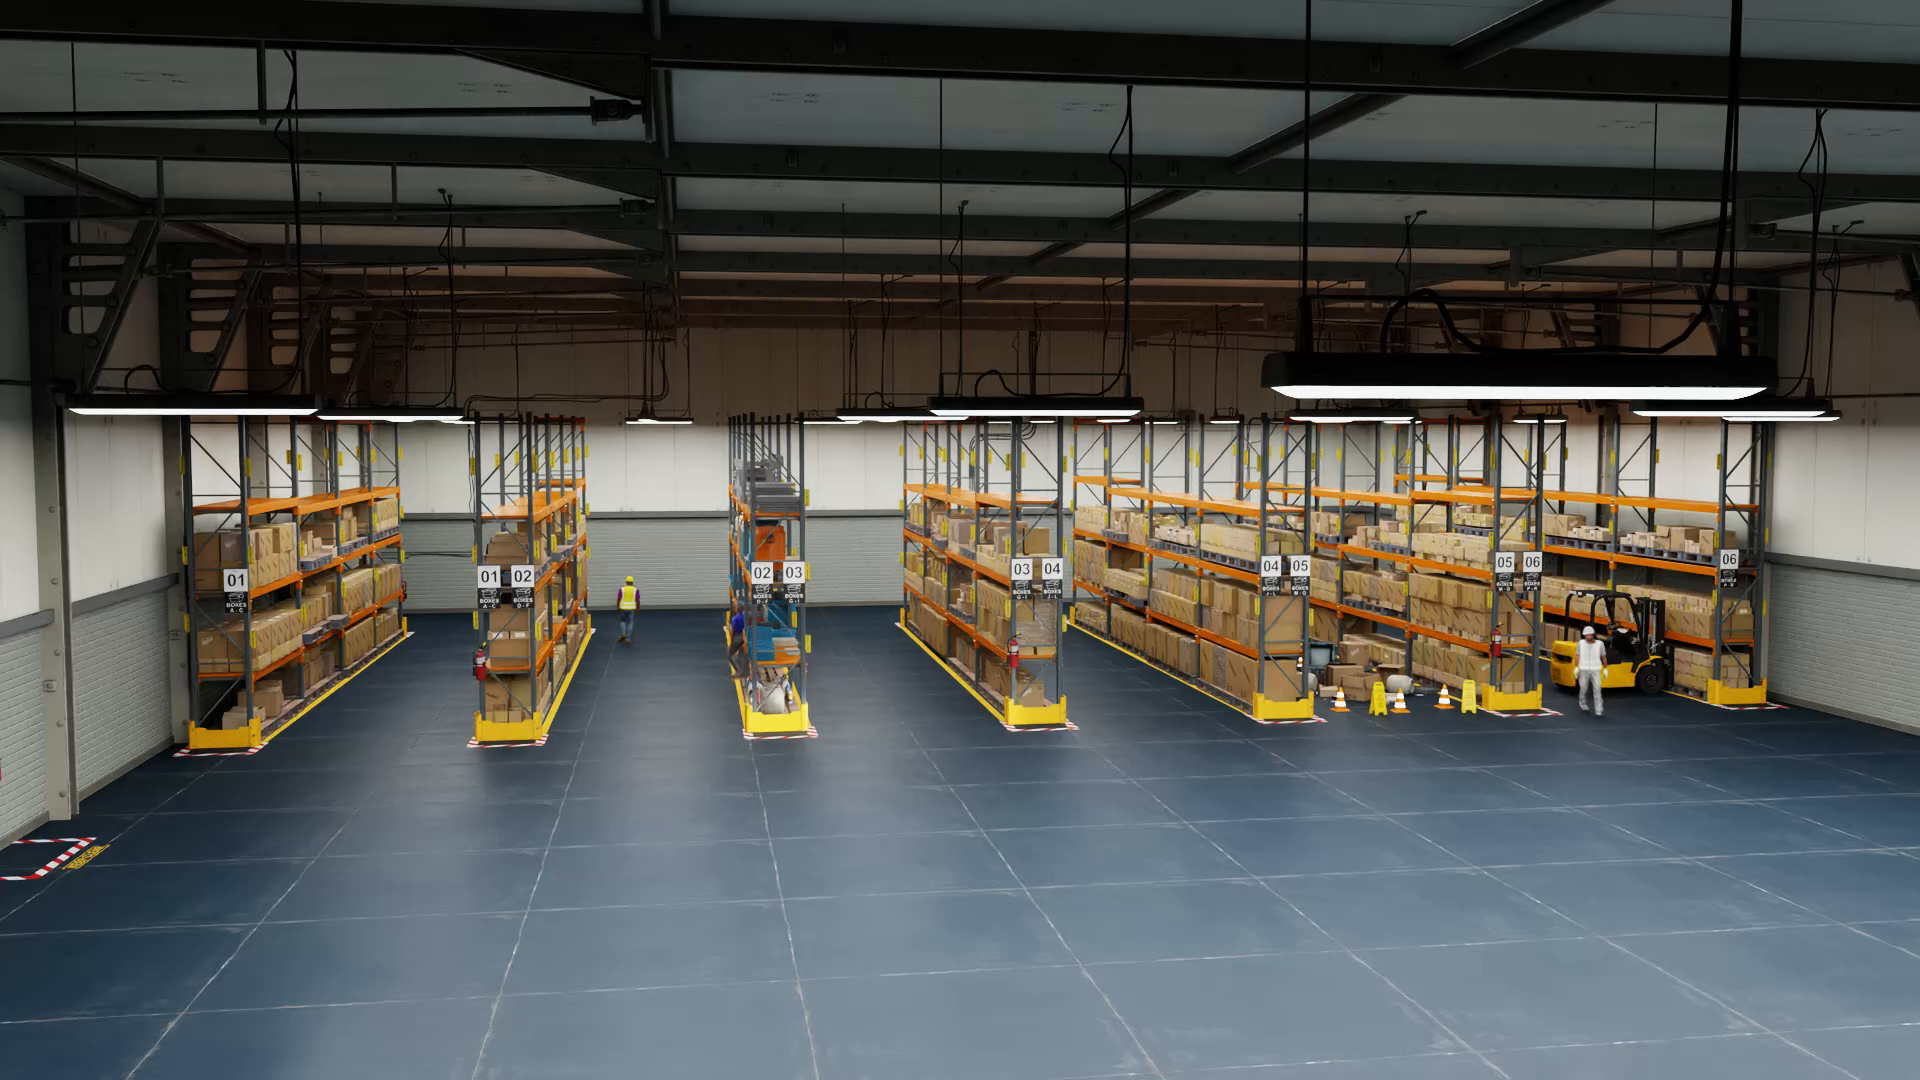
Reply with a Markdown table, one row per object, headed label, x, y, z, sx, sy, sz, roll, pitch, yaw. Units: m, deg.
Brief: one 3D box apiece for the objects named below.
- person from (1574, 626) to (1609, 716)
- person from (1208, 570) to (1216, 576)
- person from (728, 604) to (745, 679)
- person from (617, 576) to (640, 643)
| label | x | y | z | sx | sy | sz | roll | pitch | yaw |
| --- | --- | --- | --- | --- | --- | --- | --- | --- | --- |
| person | 12.579 | 2.597 | 33.140 | 0.628 | 1.758 | 0.813 | 2 | 4 | 26 |
| person | 7.046 | 1.707 | 46.220 | 0.581 | 1.755 | 0.521 | 0 | 4 | -3 |
| person | -4.816 | 2.227 | 36.473 | 0.486 | 1.641 | 0.437 | -3 | 5 | -36 |
| person | -8.773 | 1.842 | 43.986 | 0.611 | 1.761 | 0.443 | -1 | 4 | -7 |
